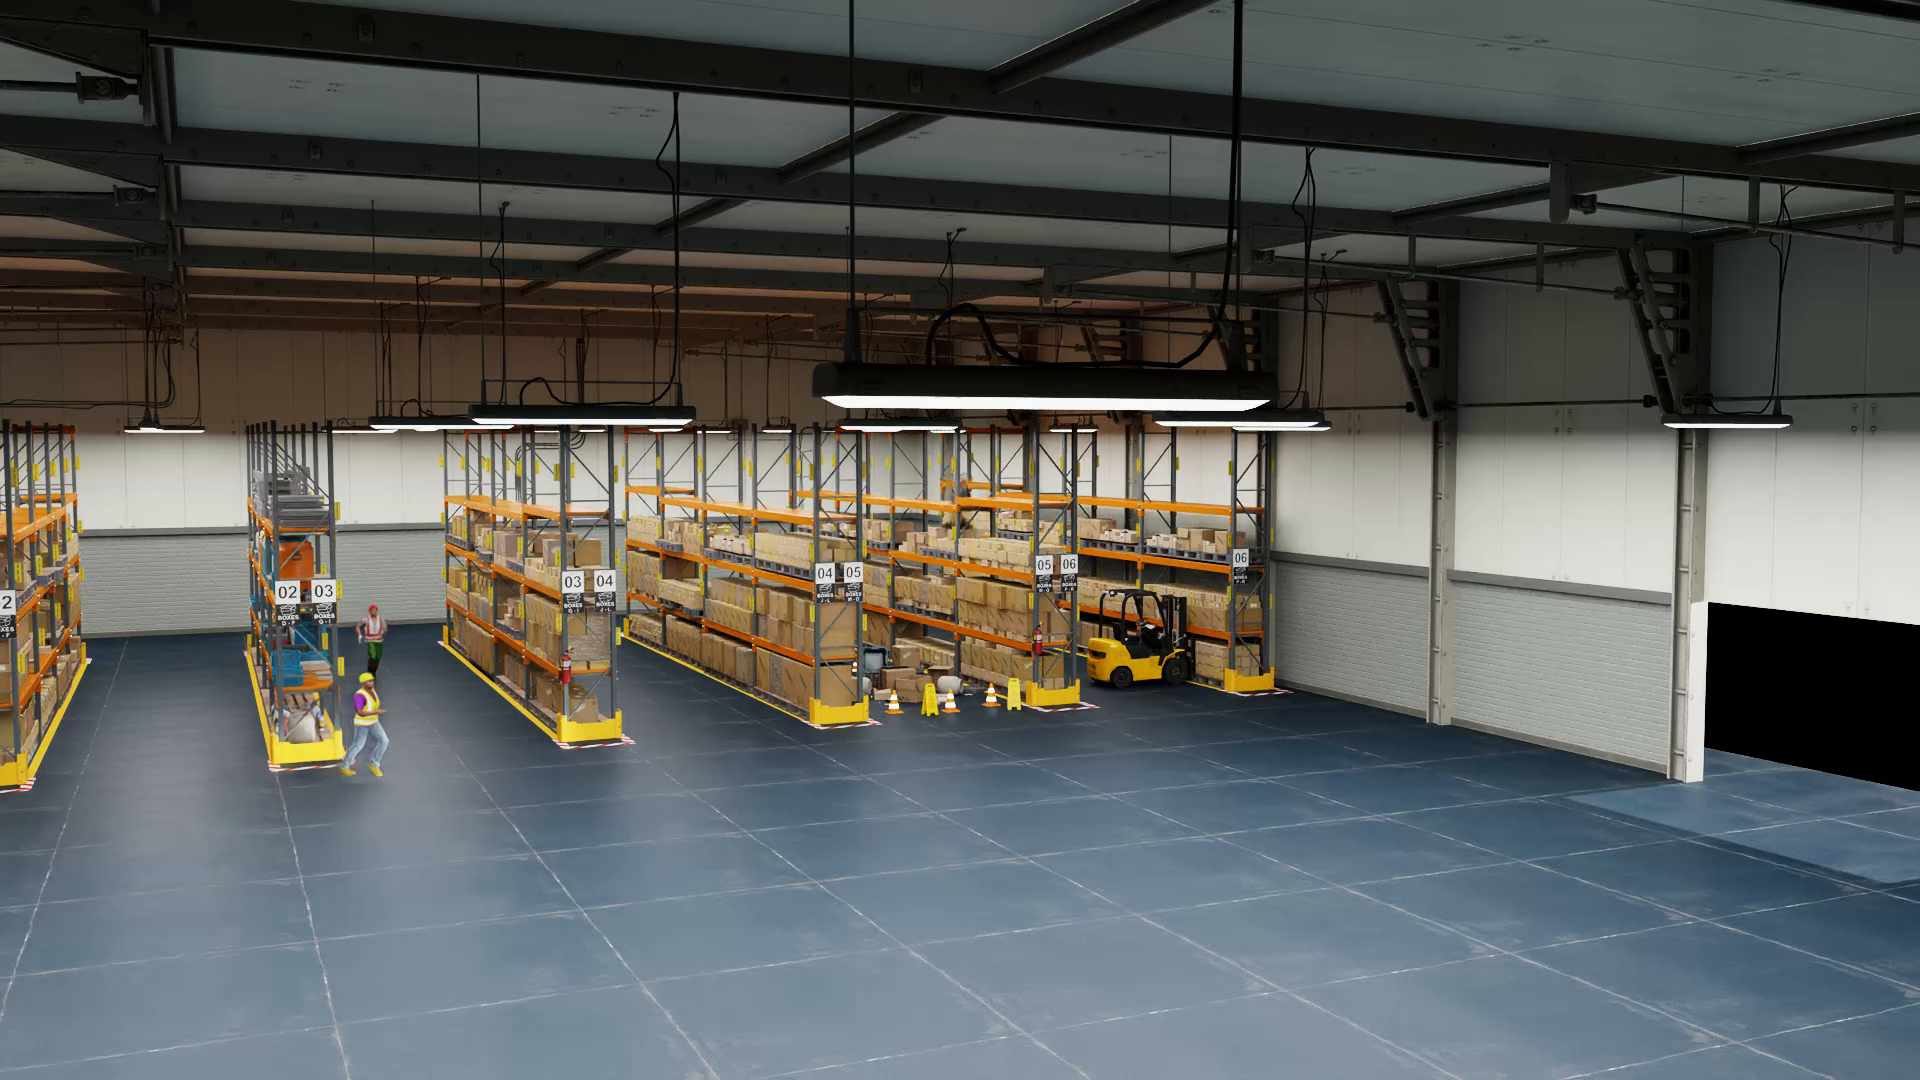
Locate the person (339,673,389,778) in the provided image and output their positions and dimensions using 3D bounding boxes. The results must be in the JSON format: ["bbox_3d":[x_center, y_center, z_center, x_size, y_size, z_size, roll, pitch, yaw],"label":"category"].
[{"bbox_3d":[-9.935,3.102,27.836,0.885,1.788,0.715,1,4,15],"label":"person"}]

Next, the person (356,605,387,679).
[{"bbox_3d":[-13.680,2.402,38.819,0.641,1.778,0.694,-3,5,-40],"label":"person"}]
